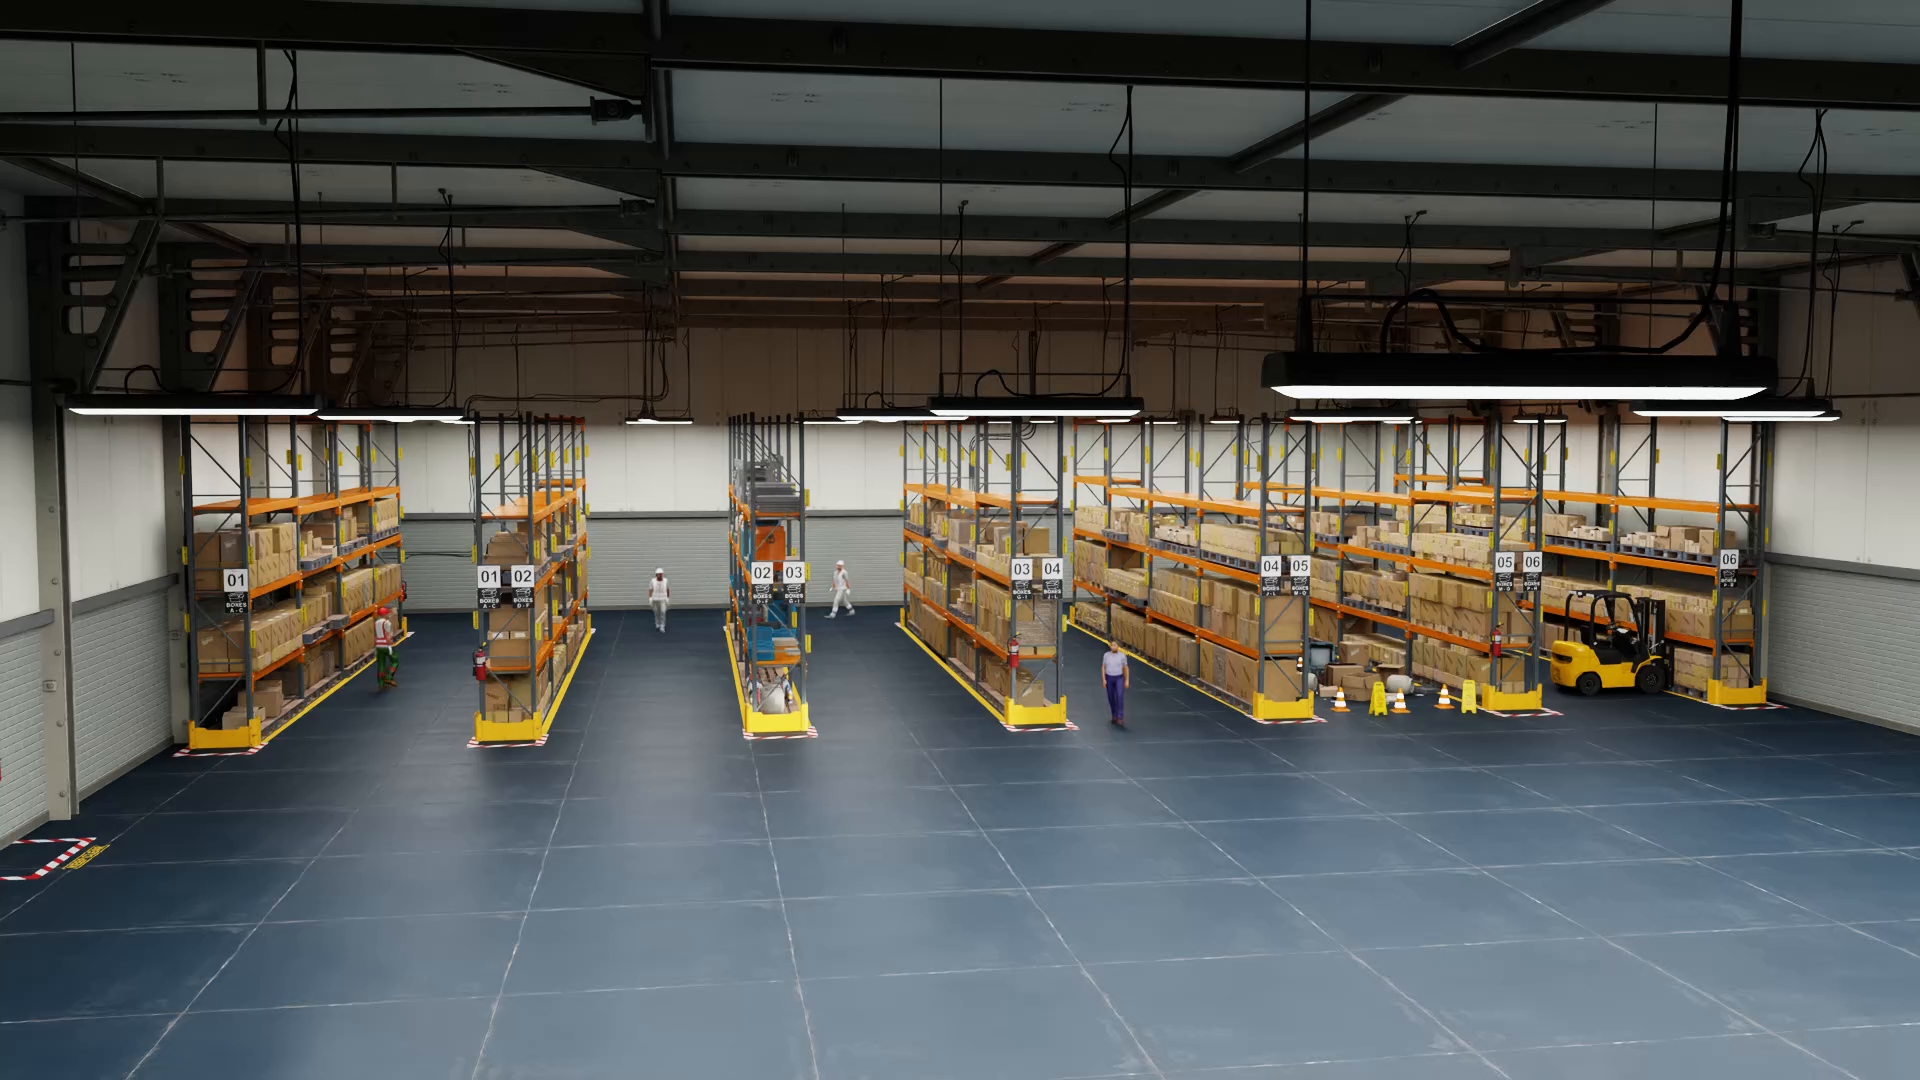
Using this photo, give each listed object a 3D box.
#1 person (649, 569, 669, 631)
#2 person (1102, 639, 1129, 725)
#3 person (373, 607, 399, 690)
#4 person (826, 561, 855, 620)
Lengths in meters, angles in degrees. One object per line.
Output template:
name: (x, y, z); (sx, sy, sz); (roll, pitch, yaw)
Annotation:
person: (-8.440, 1.671, 46.601); (0.556, 1.722, 1.069); (0, 4, -7)
person: (2.980, 2.728, 31.996); (0.542, 1.597, 0.907); (1, 4, 19)
person: (-12.570, 2.351, 36.286); (0.542, 1.771, 0.497); (0, 4, 7)
person: (-3.583, 1.482, 49.598); (1.076, 1.746, 0.524); (-3, 5, -34)
